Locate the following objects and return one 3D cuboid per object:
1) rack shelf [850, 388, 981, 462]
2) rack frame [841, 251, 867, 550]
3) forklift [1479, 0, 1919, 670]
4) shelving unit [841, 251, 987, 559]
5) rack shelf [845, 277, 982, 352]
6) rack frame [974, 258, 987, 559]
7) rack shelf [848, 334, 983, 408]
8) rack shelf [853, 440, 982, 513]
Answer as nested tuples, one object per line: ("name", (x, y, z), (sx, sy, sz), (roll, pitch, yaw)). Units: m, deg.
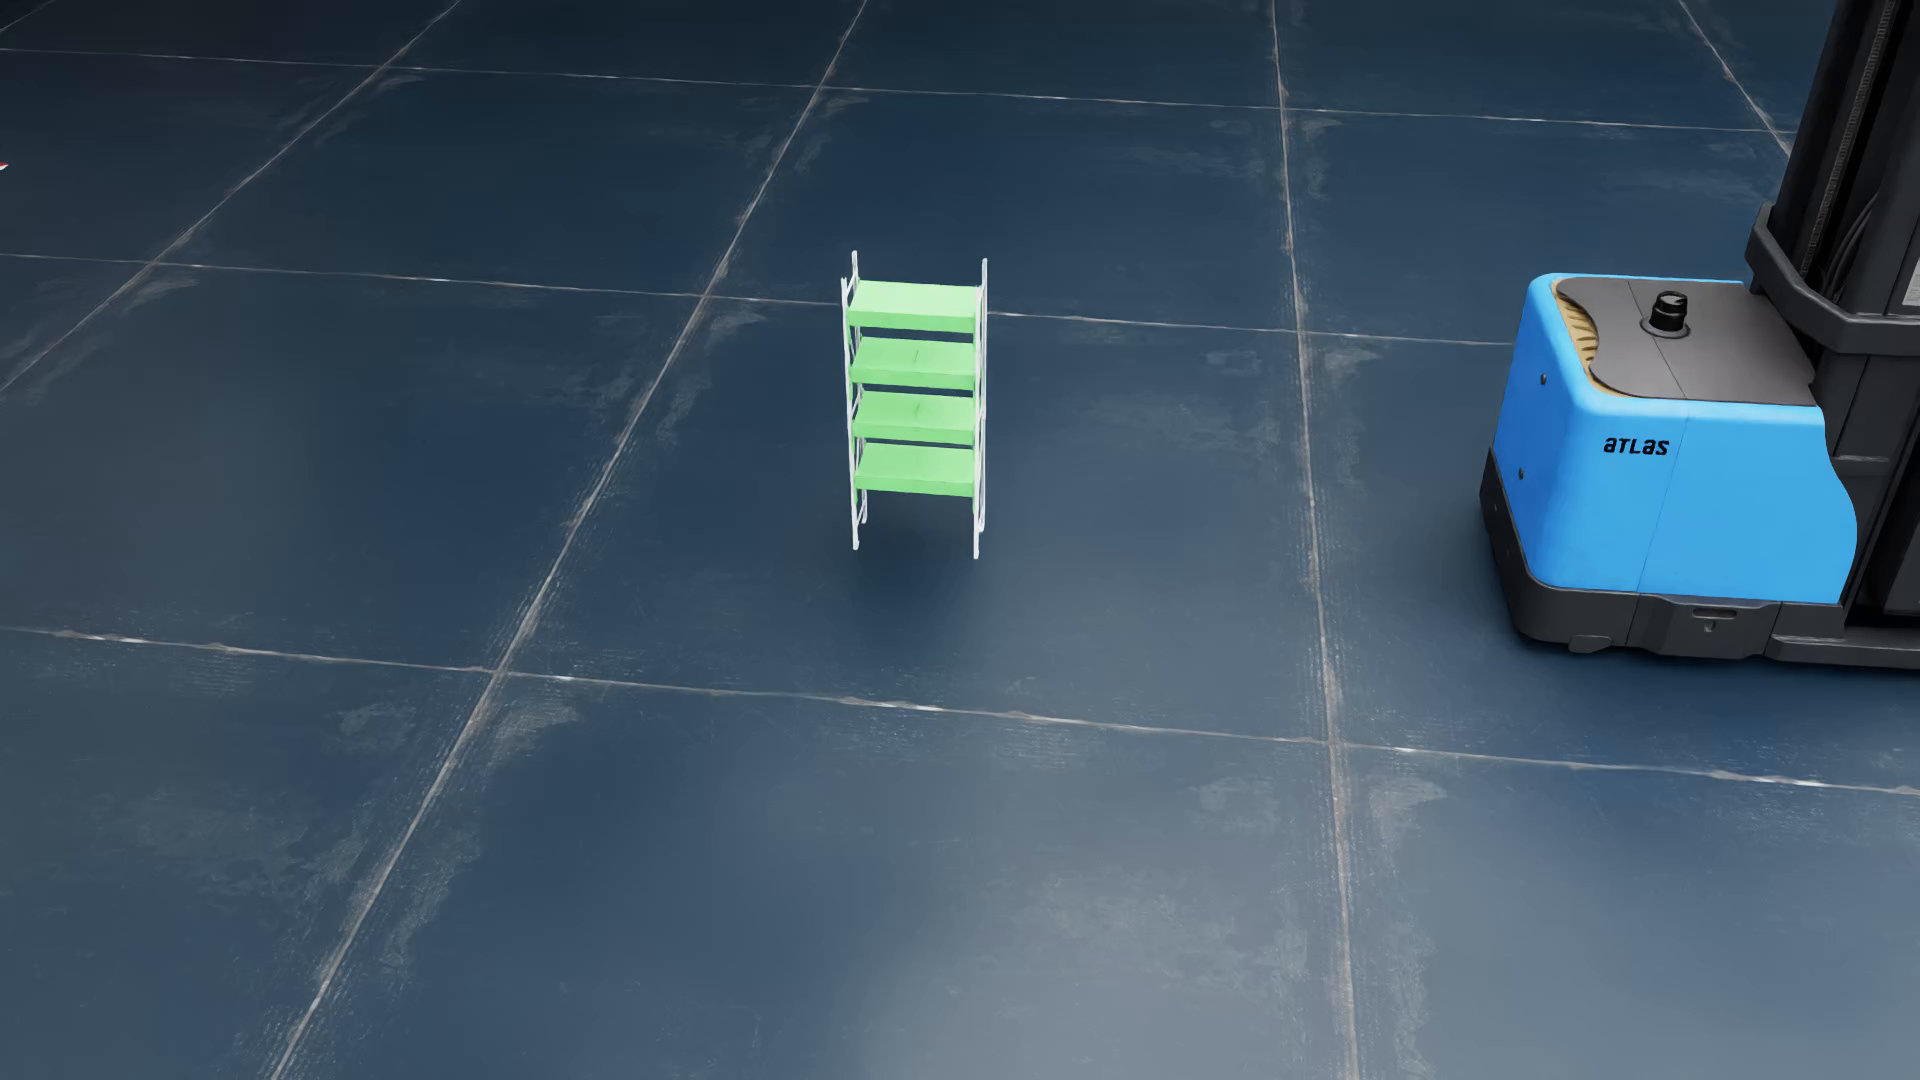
("rack shelf", (-0.164, -0.449, 6.456), (0.480, 0.148, 0.258), (4, 36, 6))
("rack frame", (-0.406, -0.519, 6.444), (0.015, 1.200, 0.240), (4, 36, 6))
("forklift", (3.612, -0.981, 5.602), (3.031, 2.935, 1.130), (3, 36, 5))
("shelving unit", (-0.164, -0.501, 6.419), (0.503, 1.200, 0.258), (4, 36, 6))
("rack shelf", (-0.164, -0.839, 6.177), (0.480, 0.148, 0.258), (4, 36, 6))
("rack frame", (0.078, -0.483, 6.393), (0.015, 1.200, 0.240), (4, 36, 6))
("rack shelf", (-0.164, -0.644, 6.316), (0.480, 0.148, 0.258), (4, 36, 6))
("rack shelf", (-0.164, -0.253, 6.595), (0.480, 0.148, 0.258), (4, 36, 6))
